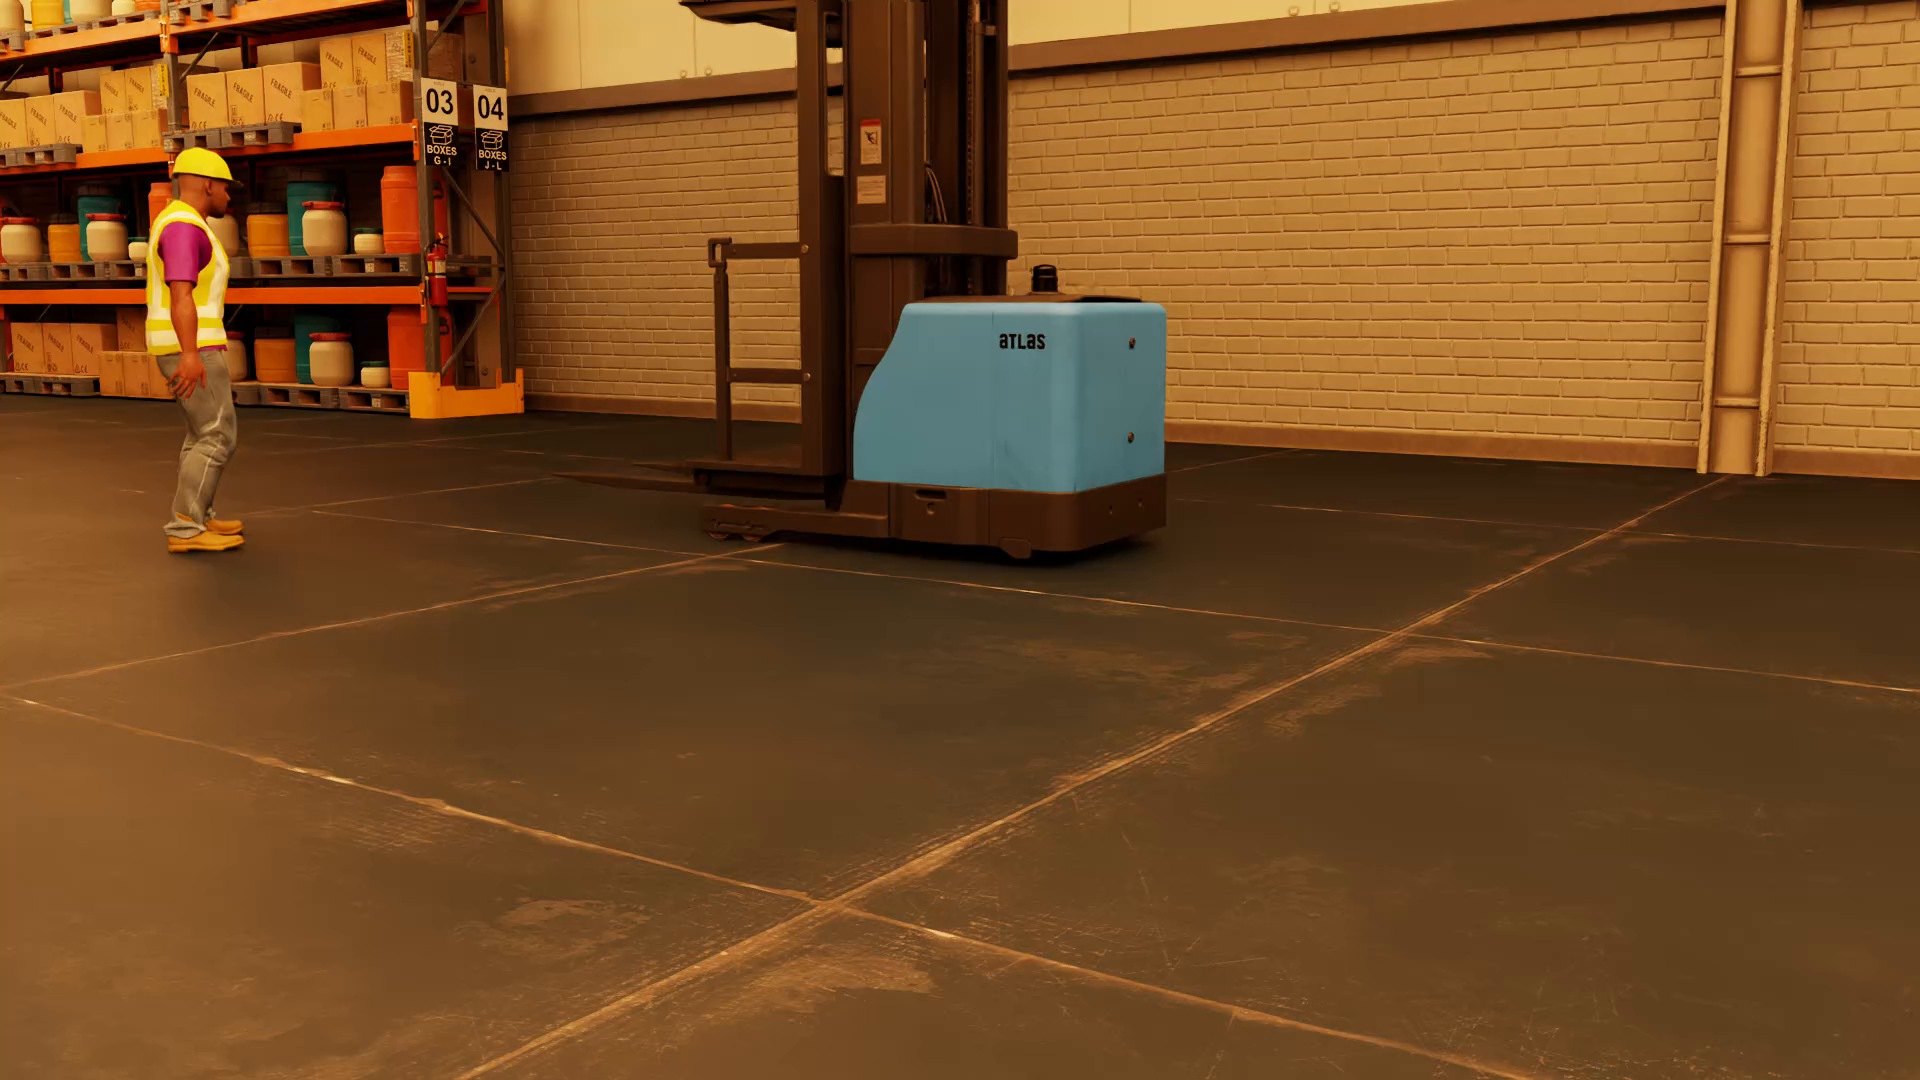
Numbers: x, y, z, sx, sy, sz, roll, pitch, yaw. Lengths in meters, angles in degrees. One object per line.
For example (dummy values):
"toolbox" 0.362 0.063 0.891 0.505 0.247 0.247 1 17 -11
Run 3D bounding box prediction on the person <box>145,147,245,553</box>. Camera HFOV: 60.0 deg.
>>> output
"person" -3.328 -0.833 7.293 0.425 1.738 0.831 -5 9 -30

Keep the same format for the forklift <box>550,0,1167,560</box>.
"forklift" -0.596 -1.498 7.724 3.031 2.935 1.130 5 9 30
